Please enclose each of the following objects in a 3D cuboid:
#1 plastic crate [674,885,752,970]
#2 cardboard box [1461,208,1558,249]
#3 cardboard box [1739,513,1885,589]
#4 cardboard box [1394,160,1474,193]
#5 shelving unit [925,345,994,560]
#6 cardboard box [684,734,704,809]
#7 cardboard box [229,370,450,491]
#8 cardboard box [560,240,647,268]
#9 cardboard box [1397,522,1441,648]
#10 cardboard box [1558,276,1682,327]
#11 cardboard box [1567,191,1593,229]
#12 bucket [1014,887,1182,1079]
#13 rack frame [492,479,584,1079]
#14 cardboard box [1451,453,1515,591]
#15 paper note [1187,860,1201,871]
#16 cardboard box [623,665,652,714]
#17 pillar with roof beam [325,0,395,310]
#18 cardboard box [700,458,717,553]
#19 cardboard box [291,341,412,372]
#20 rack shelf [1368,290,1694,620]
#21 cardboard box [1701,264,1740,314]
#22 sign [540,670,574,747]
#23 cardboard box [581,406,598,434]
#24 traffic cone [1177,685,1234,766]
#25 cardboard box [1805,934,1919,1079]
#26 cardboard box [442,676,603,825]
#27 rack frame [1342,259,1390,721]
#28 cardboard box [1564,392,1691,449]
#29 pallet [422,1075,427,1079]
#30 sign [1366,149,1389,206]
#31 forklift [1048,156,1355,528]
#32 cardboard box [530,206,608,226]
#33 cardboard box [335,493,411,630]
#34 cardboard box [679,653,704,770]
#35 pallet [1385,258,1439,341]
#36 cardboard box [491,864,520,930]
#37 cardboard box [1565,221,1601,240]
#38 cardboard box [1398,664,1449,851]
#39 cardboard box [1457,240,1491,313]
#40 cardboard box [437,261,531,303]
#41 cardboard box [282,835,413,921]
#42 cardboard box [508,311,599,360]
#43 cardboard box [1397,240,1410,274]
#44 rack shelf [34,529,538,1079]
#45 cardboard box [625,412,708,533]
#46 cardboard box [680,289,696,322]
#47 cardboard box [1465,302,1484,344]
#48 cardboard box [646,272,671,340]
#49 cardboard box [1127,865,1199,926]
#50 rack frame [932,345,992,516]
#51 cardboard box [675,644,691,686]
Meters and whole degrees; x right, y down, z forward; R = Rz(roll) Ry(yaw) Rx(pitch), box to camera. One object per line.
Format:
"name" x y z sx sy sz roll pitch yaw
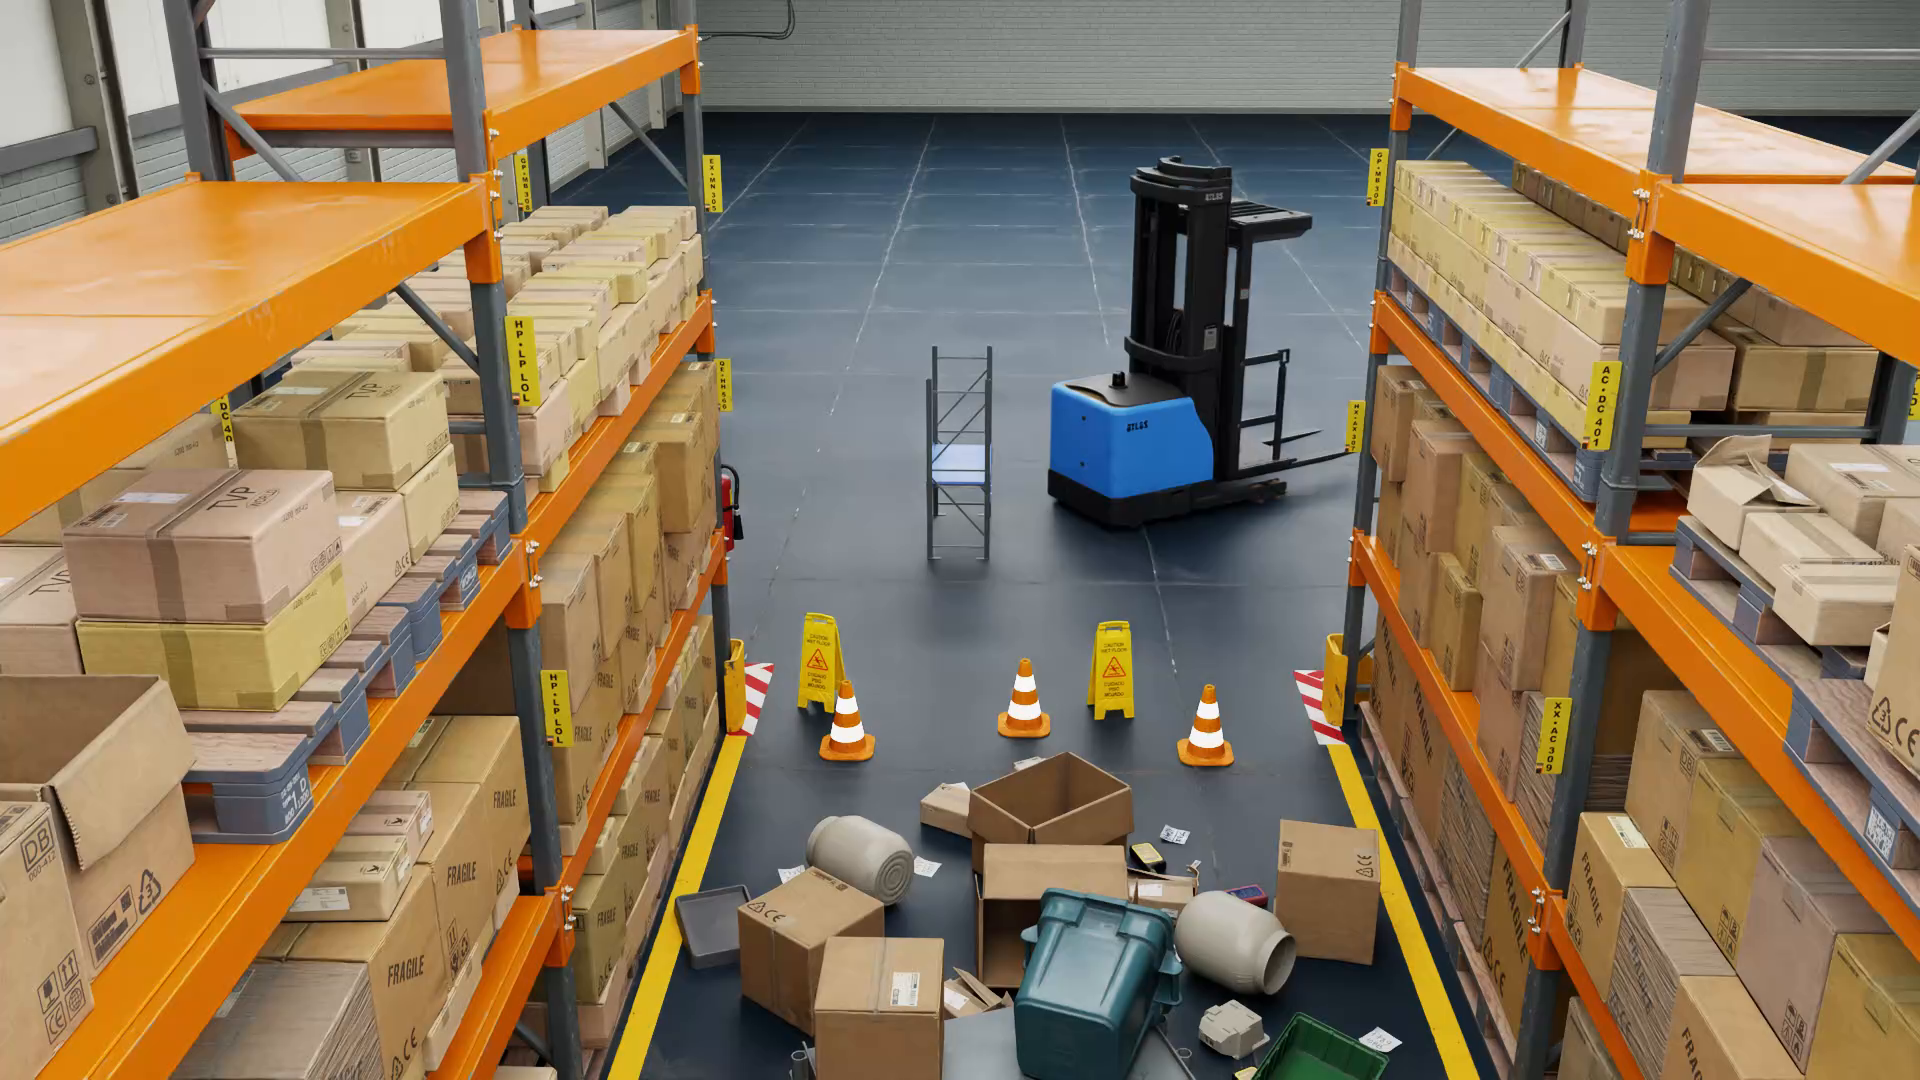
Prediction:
"plastic crate" -1.238 1.988 8.589 0.402 0.080 0.583 -7 22 -17
"cardboard box" 2.592 -1.469 7.842 0.380 0.149 0.250 1 21 2
"cardboard box" 2.566 0.052 5.024 0.250 0.149 0.380 1 21 2
"cardboard box" 2.639 -2.021 9.265 0.380 0.149 0.250 1 21 2
"shelving unit" 0.003 -0.730 13.631 0.538 1.500 1.048 1 21 2
"cardboard box" -1.763 1.307 9.527 0.500 0.250 0.500 1 21 2
"cardboard box" -1.996 -0.361 5.396 0.500 0.250 0.500 1 21 3
"cardboard box" -1.808 -1.424 8.443 0.380 0.149 0.250 1 21 2
"cardboard box" 2.864 0.222 8.897 0.875 0.550 0.550 1 21 2
"cardboard box" 2.546 -0.920 6.425 0.380 0.149 0.250 1 21 1
"cardboard box" 3.264 -1.646 8.298 0.380 0.149 0.250 1 21 2
"bucket" 0.545 1.946 7.084 0.726 0.611 0.620 8 33 20
"rack frame" -2.105 1.185 6.621 1.000 3.000 0.127 1 21 2
"cardboard box" 2.954 -0.089 8.204 0.875 0.550 0.500 1 21 2
"paper note" 1.292 1.798 9.173 0.032 0.001 0.123 13 25 29
"cardboard box" -1.727 0.730 8.143 0.380 0.149 0.250 1 21 2
"pillar with roof beam" -3.199 -7.161 19.837 9.100 9.000 0.400 1 21 2
"cardboard box" -1.725 -0.247 9.763 0.500 0.500 0.500 0 21 1
"cardboard box" -2.383 -0.680 6.526 0.380 0.149 0.250 0 21 0
"rack shelf" 2.906 -0.583 8.026 1.077 0.370 4.000 1 21 2
"cardboard box" 3.211 -1.004 6.643 0.380 0.149 0.250 0 21 1
"sign" -1.550 0.650 6.399 0.100 0.325 0.005 1 21 2
"cardboard box" -1.823 -0.578 7.365 0.380 0.149 0.250 0 21 0
"traffic cone" 1.532 1.116 10.307 0.336 0.463 0.334 1 21 2
"cardboard box" 2.790 1.421 4.492 0.700 0.500 0.500 0 21 1
"cardboard box" -1.813 0.844 6.951 0.500 0.500 0.500 1 21 1
"rack frame" 2.967 -0.243 10.302 1.000 3.000 0.127 1 21 2
"cardboard box" 2.537 -0.456 6.332 0.380 0.149 0.250 1 21 1
"pallet" -2.208 2.005 4.774 1.003 0.211 1.213 1 21 2
"sign" 2.413 -2.094 9.609 0.100 0.325 0.005 1 21 2
"forklift" 2.305 -1.844 14.522 3.031 2.935 1.130 -12 24 -29
"cardboard box" -2.198 -1.788 9.382 0.380 0.149 0.250 0 21 1
"cardboard box" -1.999 0.057 5.010 0.500 0.250 0.500 1 21 2
"cardboard box" -1.760 0.957 9.394 0.500 0.500 0.500 1 21 4
"pallet" 2.955 -1.332 9.084 1.003 0.211 1.213 1 21 2
"cardboard box" -1.845 1.296 6.103 0.380 0.149 0.250 1 21 2
"cardboard box" 3.199 -1.410 8.241 0.500 0.250 0.500 1 21 1
"cardboard box" 2.988 1.116 9.157 0.875 0.875 0.875 0 21 1
"cardboard box" 2.651 -1.234 7.786 0.500 0.250 0.500 1 21 1
"cardboard box" -2.276 -1.238 7.965 0.380 0.149 0.250 1 21 3
"cardboard box" -1.886 1.020 5.021 0.380 0.149 0.250 0 21 -1
"cardboard box" -1.739 -0.863 6.997 0.380 0.149 0.250 0 21 1
"cardboard box" 2.629 -1.554 9.163 0.380 0.149 0.250 1 21 2
"rack shelf" -2.166 0.845 4.345 1.077 0.370 4.000 1 21 2
"cardboard box" -1.716 -0.357 8.664 0.700 0.500 0.500 0 21 1
"cardboard box" -1.690 -1.320 9.278 0.380 0.149 0.250 1 21 2
"cardboard box" 2.583 -1.008 7.754 0.380 0.149 0.250 1 21 1
"cardboard box" -1.757 -1.171 8.342 0.500 0.250 0.500 1 21 3
"cardboard box" 1.057 1.836 8.723 0.396 0.266 0.258 4 22 11
"rack frame" 0.018 -0.914 14.104 0.500 1.500 0.032 1 21 2
"cardboard box" -1.702 0.690 9.185 0.380 0.149 0.250 1 21 3
